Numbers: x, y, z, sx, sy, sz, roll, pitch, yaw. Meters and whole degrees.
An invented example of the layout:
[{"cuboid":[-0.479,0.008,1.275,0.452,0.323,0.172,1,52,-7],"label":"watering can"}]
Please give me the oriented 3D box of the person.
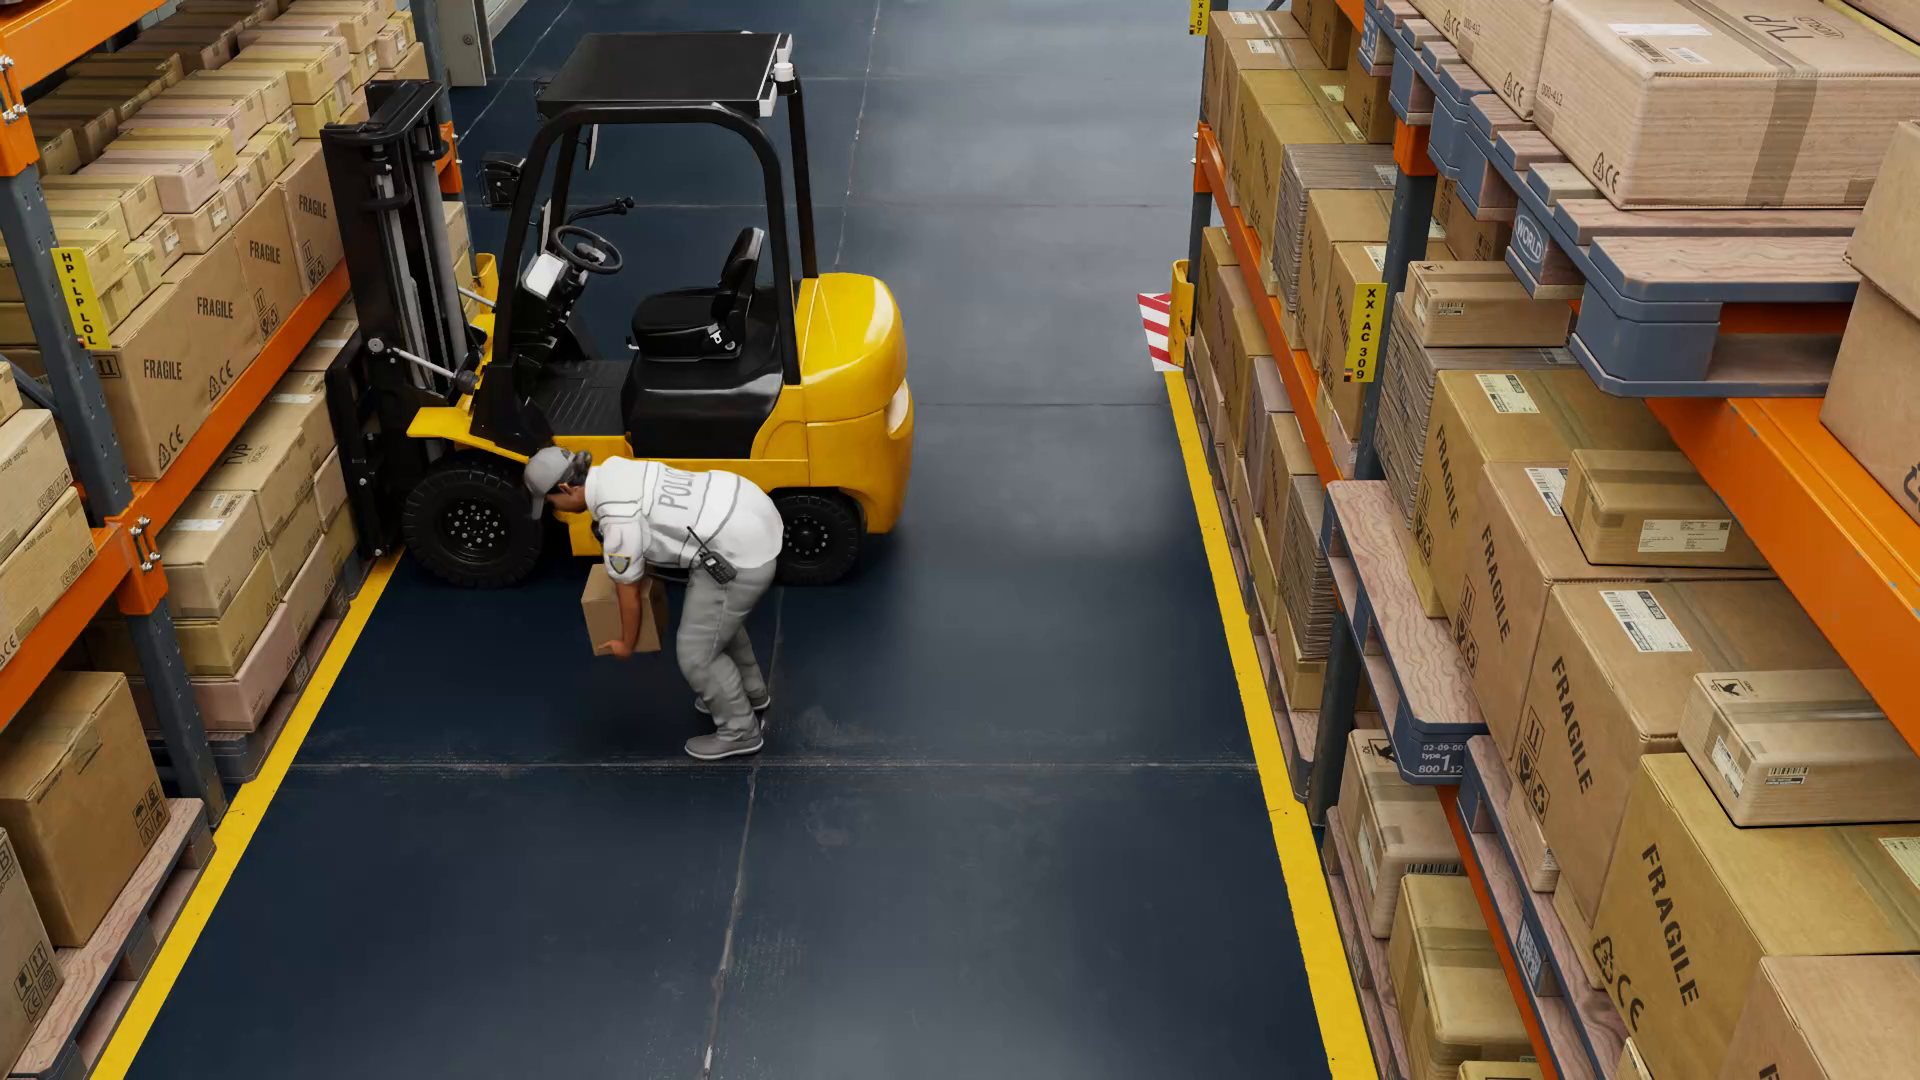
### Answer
[{"cuboid":[-1.093,0.212,6.188,0.852,1.254,0.462,-1,32,-2],"label":"person"}]
